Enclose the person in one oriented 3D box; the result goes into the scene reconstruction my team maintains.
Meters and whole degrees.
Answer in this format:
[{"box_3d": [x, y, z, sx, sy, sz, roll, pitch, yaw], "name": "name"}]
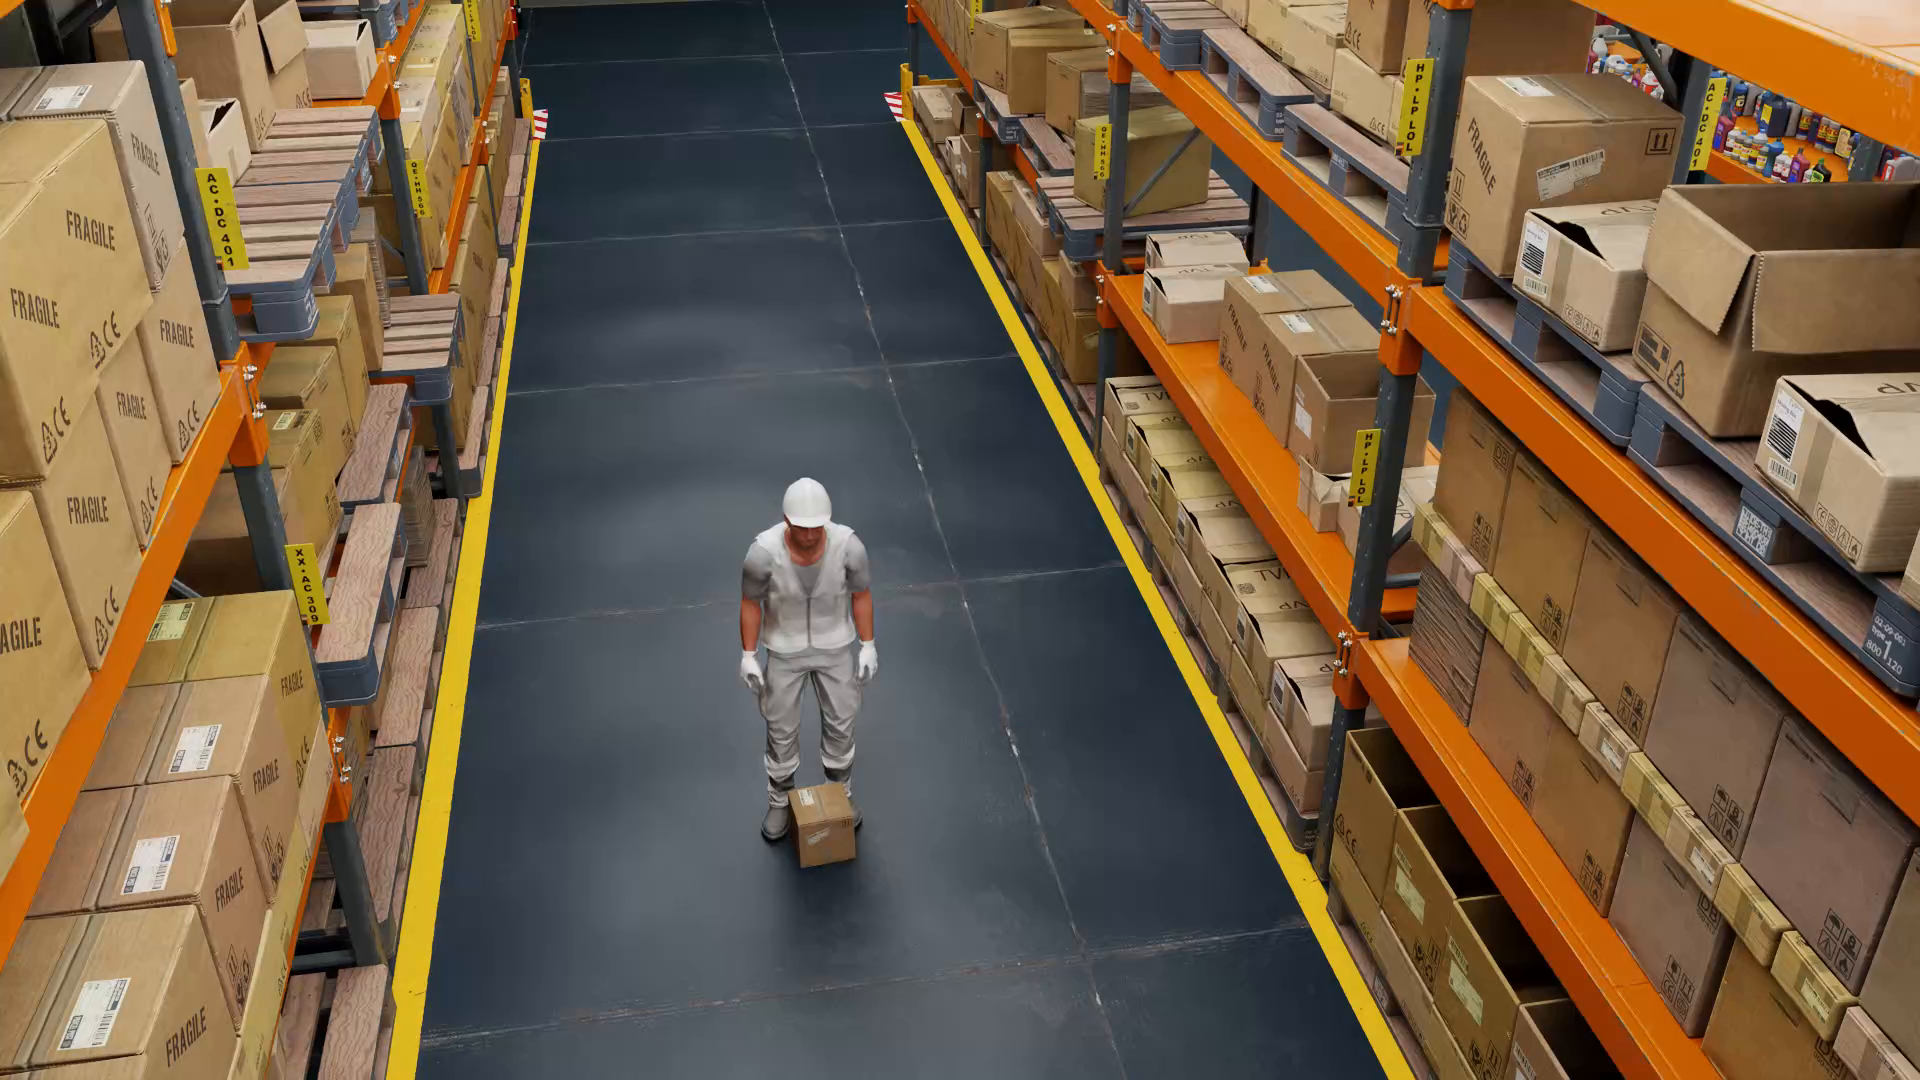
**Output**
[{"box_3d": [-0.660, 0.502, 7.268, 0.609, 1.779, 0.449, -5, 31, -9], "name": "person"}]
